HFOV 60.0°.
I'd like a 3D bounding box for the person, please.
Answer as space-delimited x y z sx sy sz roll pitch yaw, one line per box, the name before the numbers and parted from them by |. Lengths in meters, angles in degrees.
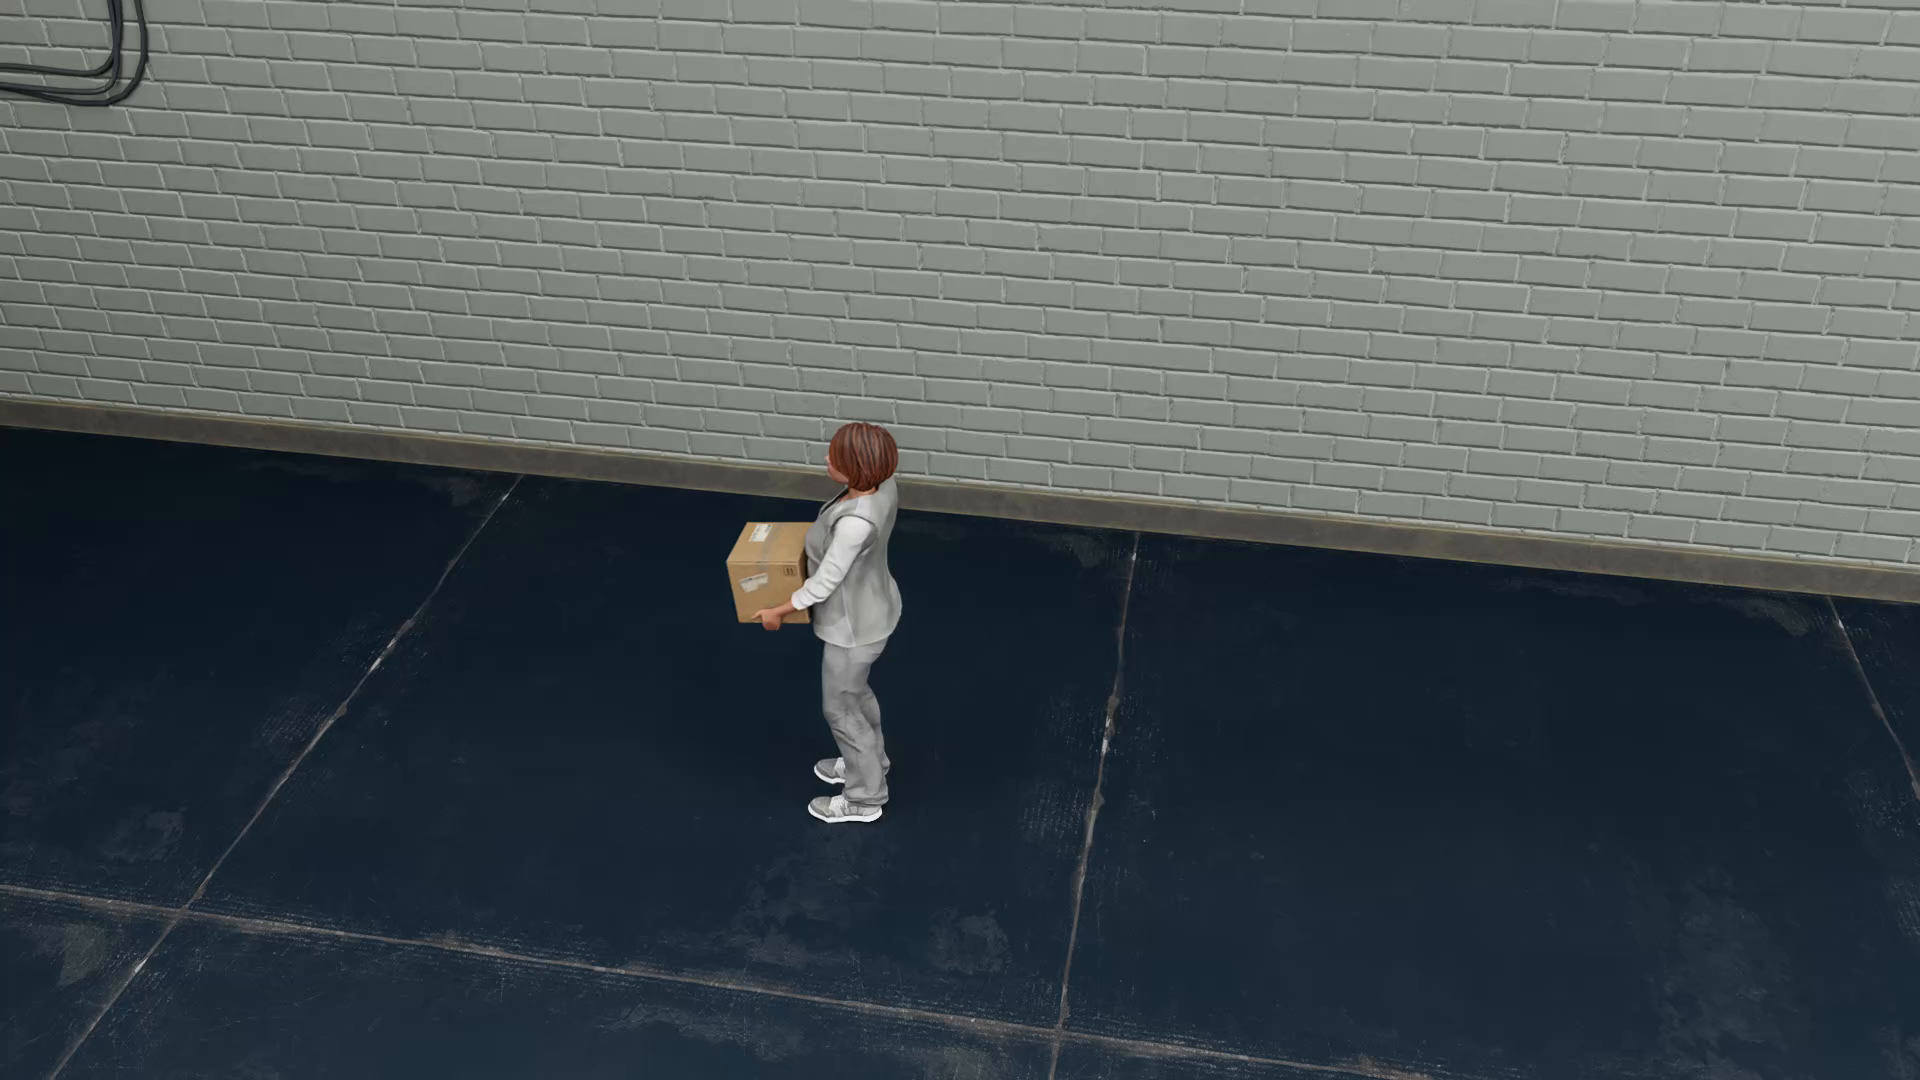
person | -0.372 0.361 5.758 0.316 1.280 0.406 5 33 8
